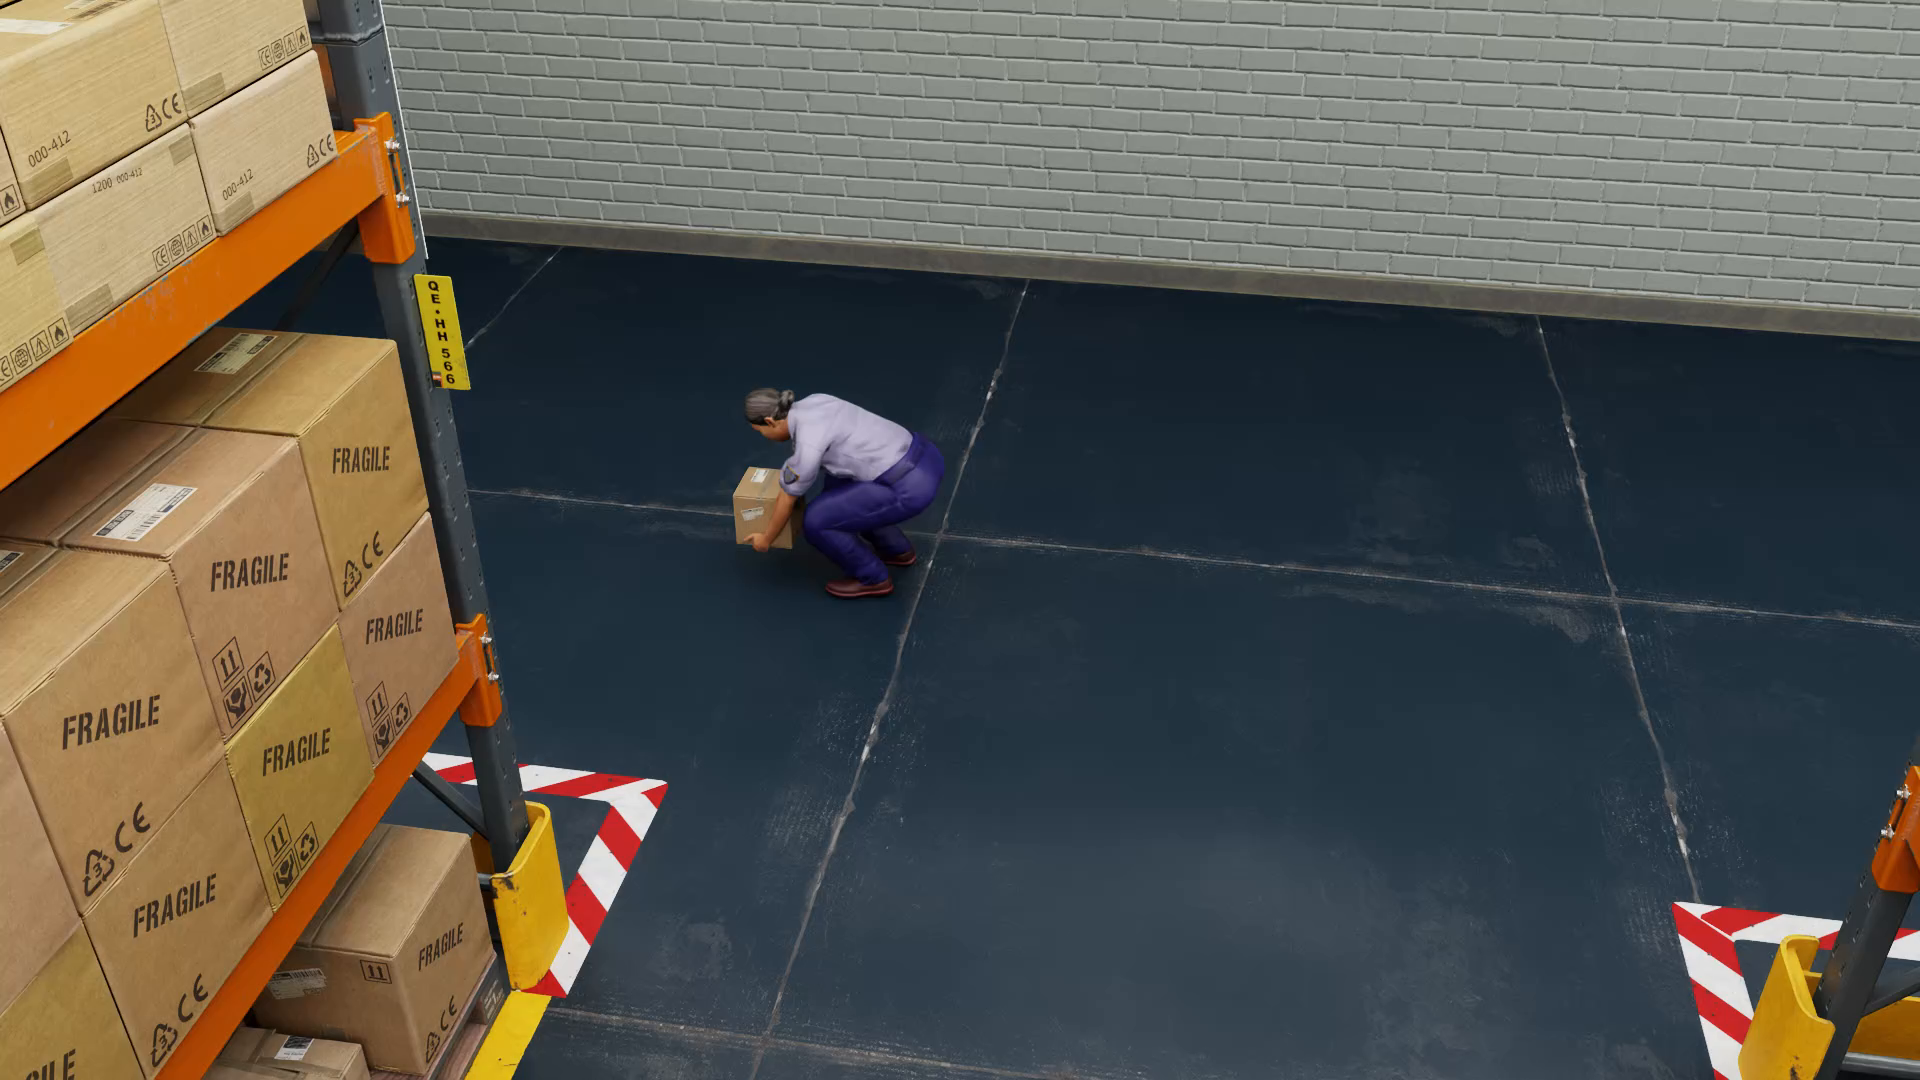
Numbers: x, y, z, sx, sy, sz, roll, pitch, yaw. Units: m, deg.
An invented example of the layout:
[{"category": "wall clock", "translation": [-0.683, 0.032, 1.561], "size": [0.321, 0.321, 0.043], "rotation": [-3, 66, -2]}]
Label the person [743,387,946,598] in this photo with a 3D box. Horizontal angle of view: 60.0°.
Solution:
[{"category": "person", "translation": [-0.499, -0.234, 7.186], "size": [0.857, 0.939, 0.501], "rotation": [4, 33, 7]}]
